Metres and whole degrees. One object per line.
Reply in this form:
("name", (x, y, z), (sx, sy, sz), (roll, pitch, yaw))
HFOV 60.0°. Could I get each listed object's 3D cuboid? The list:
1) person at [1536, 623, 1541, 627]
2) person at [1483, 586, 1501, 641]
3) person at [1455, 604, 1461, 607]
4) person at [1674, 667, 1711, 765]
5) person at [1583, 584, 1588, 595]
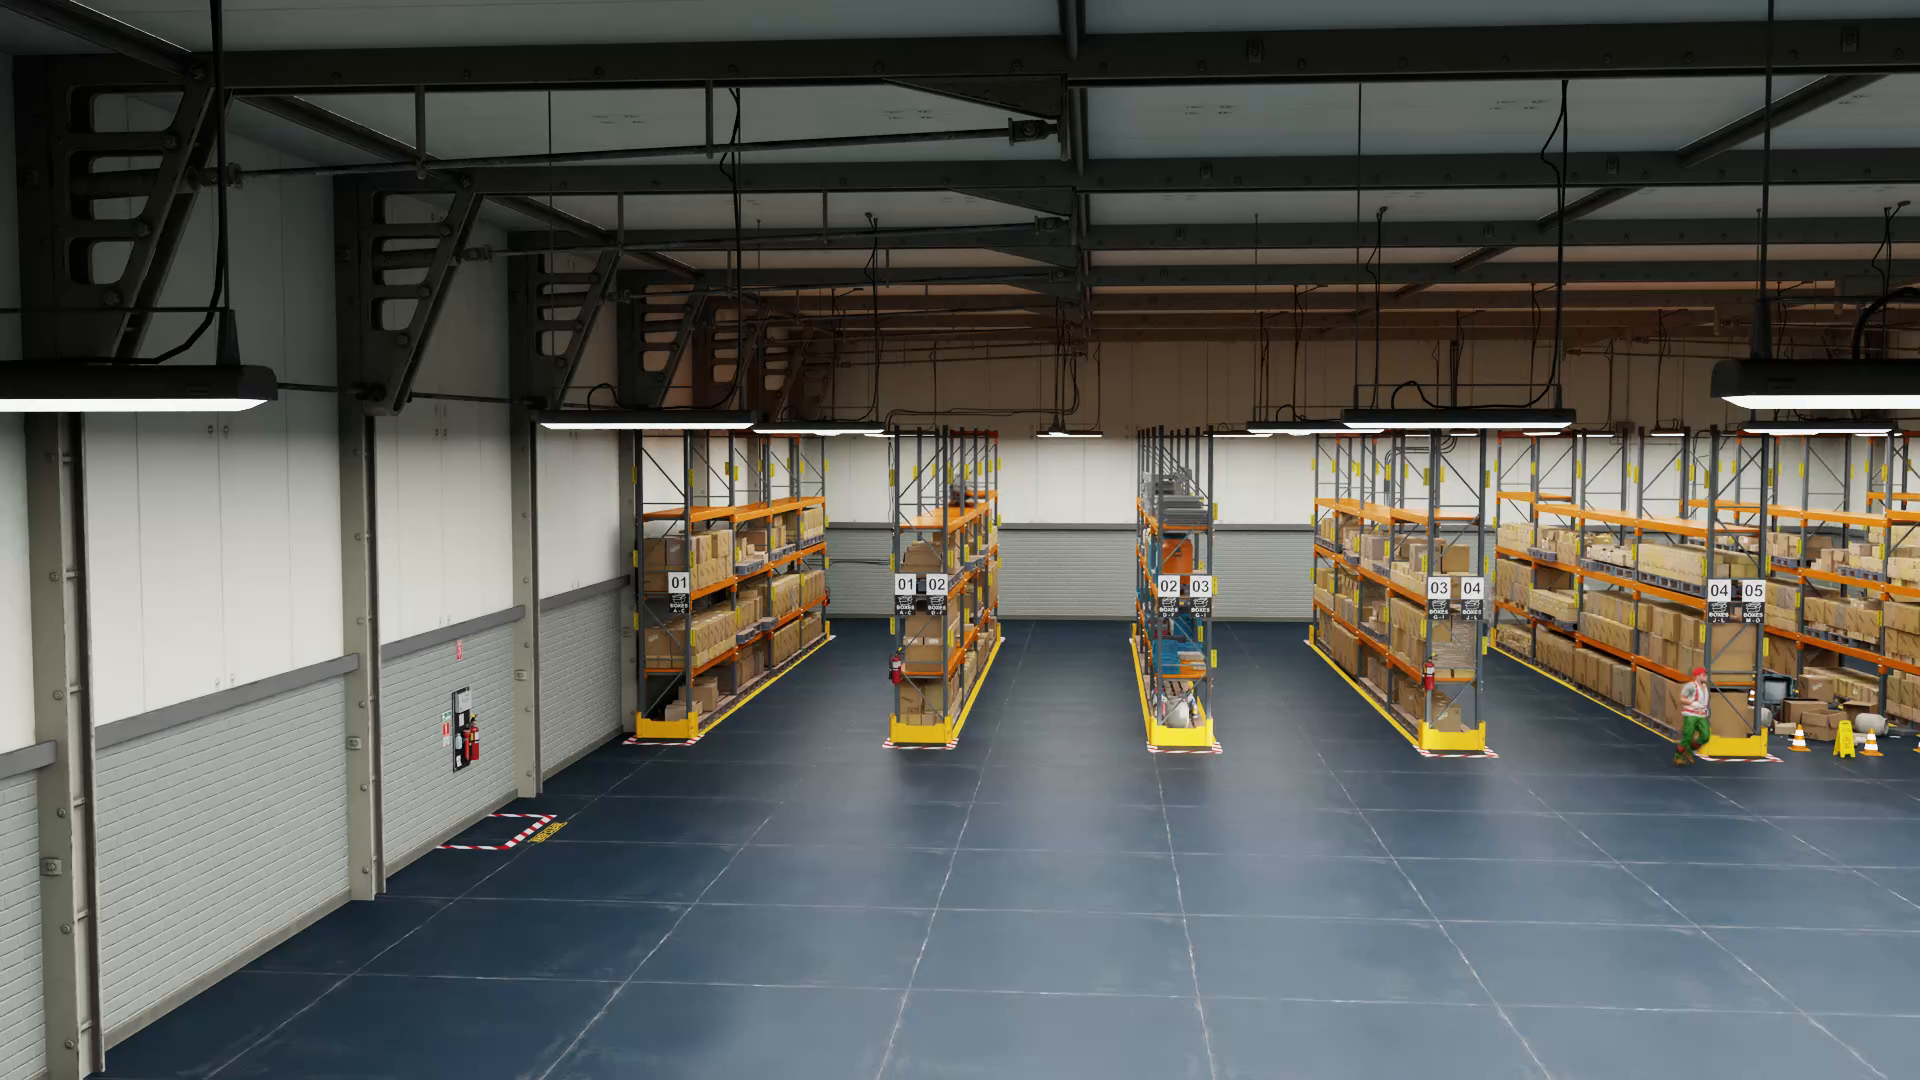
("person", (16.246, 2.080, 47.045), (0.596, 1.682, 0.783), (-3, 5, -42))
("person", (15.214, 2.097, 47.340), (0.775, 1.596, 0.538), (-1, 4, -20))
("person", (13.487, 2.253, 44.475), (0.632, 1.605, 0.686), (1, 3, 11))
("person", (12.967, 3.097, 29.202), (0.662, 1.721, 0.591), (-1, 4, -17))
("person", (16.967, 2.108, 45.179), (0.687, 1.829, 0.786), (-1, 4, -14))
